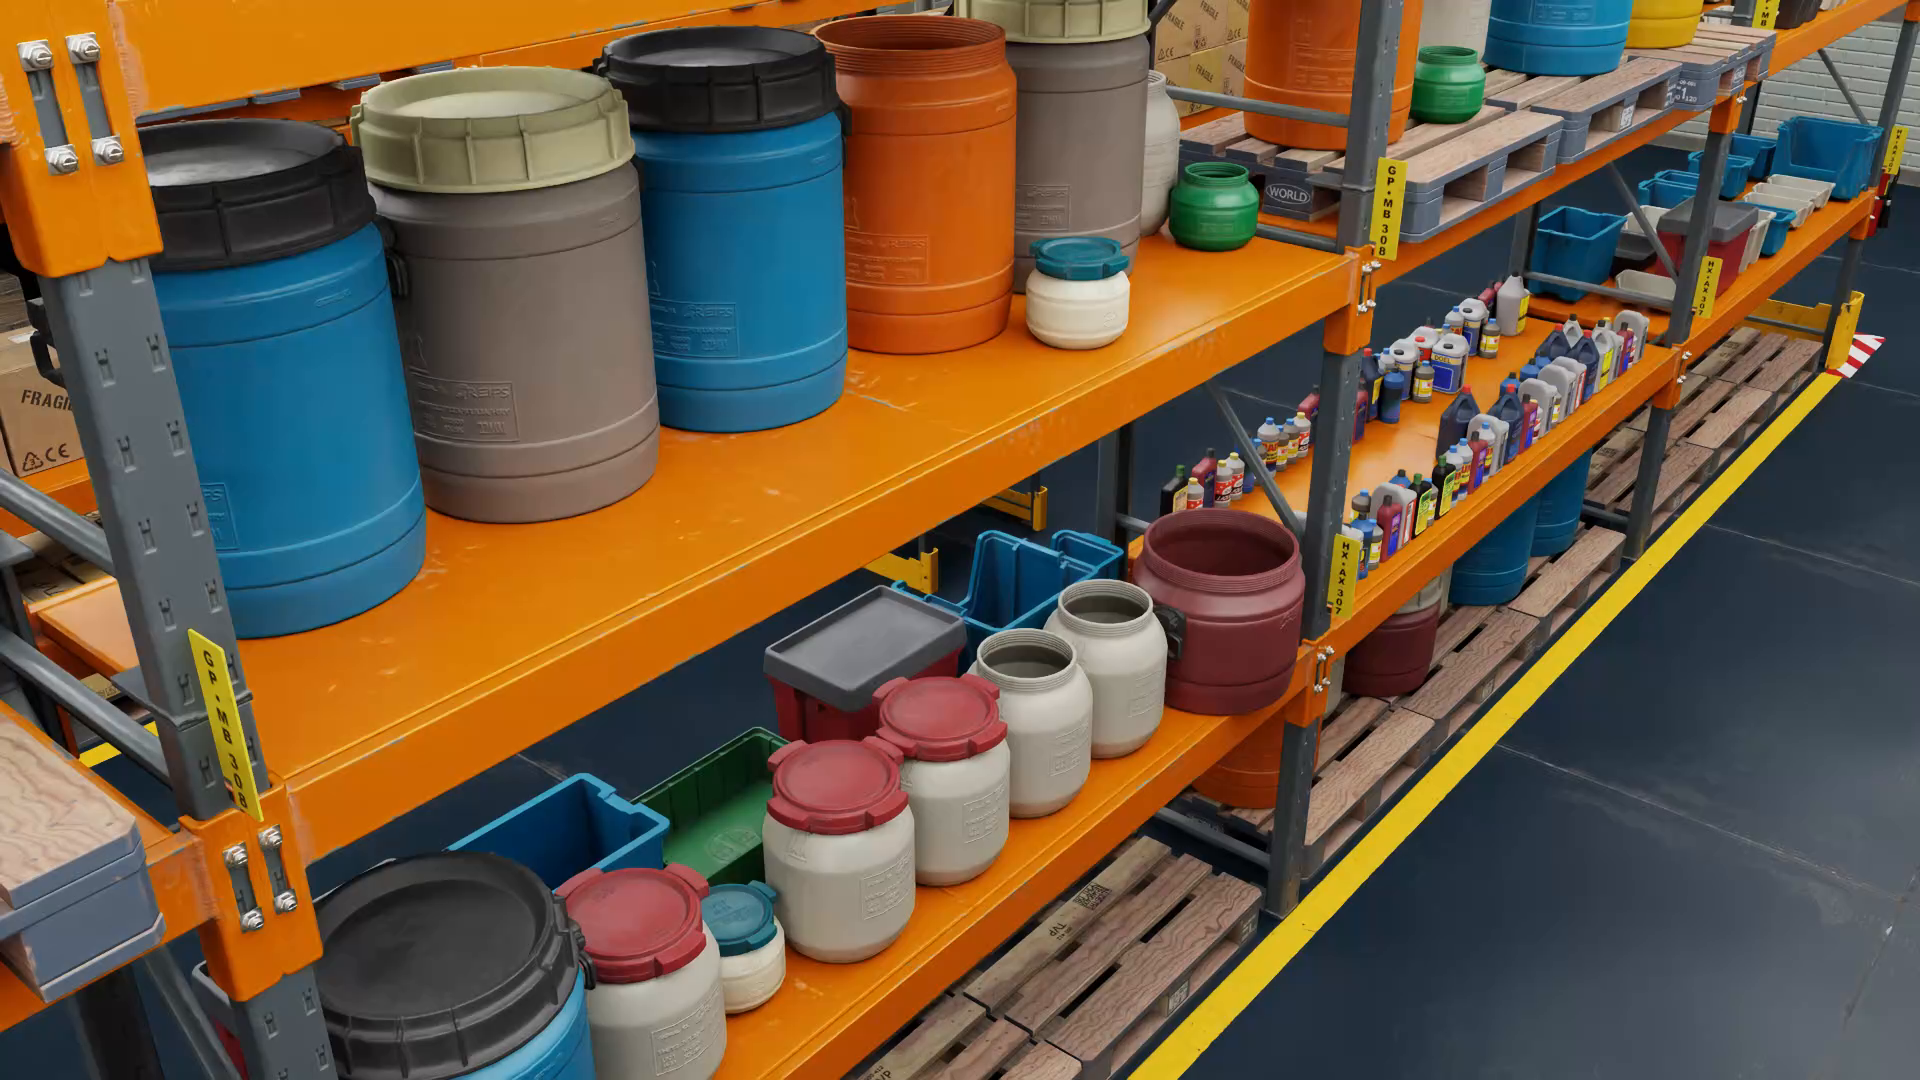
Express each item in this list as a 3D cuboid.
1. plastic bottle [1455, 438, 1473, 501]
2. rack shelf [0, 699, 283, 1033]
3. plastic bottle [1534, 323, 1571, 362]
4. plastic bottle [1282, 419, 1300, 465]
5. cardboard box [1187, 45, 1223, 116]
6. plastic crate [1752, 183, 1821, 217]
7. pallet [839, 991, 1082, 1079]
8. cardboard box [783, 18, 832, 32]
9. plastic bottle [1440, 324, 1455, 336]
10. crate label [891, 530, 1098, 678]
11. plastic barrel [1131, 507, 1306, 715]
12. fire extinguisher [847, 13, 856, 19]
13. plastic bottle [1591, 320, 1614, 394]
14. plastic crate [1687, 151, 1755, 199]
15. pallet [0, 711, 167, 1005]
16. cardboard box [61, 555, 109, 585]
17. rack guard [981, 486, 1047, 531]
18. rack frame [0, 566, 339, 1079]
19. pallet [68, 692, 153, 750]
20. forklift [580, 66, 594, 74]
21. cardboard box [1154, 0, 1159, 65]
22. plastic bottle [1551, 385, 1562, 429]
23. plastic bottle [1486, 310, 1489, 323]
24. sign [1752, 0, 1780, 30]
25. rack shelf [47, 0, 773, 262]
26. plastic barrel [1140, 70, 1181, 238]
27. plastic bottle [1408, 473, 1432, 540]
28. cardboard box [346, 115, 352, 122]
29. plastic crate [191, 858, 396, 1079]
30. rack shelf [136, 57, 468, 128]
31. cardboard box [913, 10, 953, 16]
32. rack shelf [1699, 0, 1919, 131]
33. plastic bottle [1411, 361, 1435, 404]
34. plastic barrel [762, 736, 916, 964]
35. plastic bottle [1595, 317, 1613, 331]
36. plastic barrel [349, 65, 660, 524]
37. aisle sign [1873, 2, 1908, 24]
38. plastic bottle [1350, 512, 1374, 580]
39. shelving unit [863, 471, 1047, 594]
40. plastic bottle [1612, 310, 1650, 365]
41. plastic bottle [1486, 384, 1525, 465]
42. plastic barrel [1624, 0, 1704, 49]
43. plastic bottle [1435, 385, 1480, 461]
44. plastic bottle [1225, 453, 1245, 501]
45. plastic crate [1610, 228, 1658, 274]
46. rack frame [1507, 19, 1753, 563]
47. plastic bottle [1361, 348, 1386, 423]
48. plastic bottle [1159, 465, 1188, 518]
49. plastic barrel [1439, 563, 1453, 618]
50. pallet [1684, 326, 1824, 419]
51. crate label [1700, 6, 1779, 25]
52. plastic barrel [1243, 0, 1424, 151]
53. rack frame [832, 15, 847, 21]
[{"bbox_3d":[2.171,-0.312,7.229,0.097,0.271,0.097,0,27,0],"label":"plastic bottle"},{"bbox_3d":[-2.853,1.165,1.752,1.077,0.370,4.000,21,34,34],"label":"rack shelf"},{"bbox_3d":[2.947,-0.901,8.281,0.144,0.351,0.185,21,34,34],"label":"plastic bottle"},{"bbox_3d":[1.497,-0.454,7.579,0.097,0.201,0.097,0,27,0],"label":"plastic bottle"},{"bbox_3d":[1.830,-3.856,13.831,0.500,0.500,0.500,21,34,35],"label":"cardboard box"},{"bbox_3d":[5.477,-2.255,11.066,0.396,0.136,0.243,21,34,34],"label":"plastic crate"},{"bbox_3d":[-0.336,1.983,5.687,1.003,0.211,1.213,21,34,34],"label":"pallet"},{"bbox_3d":[-1.909,-5.631,17.044,0.980,0.700,0.700,23,35,37],"label":"cardboard box"},{"bbox_3d":[2.530,-1.029,8.692,0.097,0.201,0.097,0,27,0],"label":"plastic bottle"},{"bbox_3d":[0.123,0.308,5.852,0.502,0.435,0.616,21,34,34],"label":"crate label"},{"bbox_3d":[0.902,0.243,5.868,0.600,0.536,0.708,21,34,34],"label":"plastic barrel"},{"bbox_3d":[-1.141,-5.400,17.414,0.296,0.674,0.183,21,34,34],"label":"fire extinguisher"},{"bbox_3d":[3.175,-0.924,8.326,0.144,0.351,0.185,21,34,34],"label":"plastic bottle"},{"bbox_3d":[5.222,-2.514,11.461,0.416,0.233,0.300,21,34,34],"label":"plastic crate"},{"bbox_3d":[-1.965,0.505,2.451,1.213,0.211,1.003,21,34,34],"label":"pallet"},{"bbox_3d":[-3.969,0.186,8.051,0.500,0.311,0.500,22,34,36],"label":"cardboard box"},{"bbox_3d":[0.268,-0.261,9.982,0.587,0.250,0.087,21,34,34],"label":"rack guard"},{"bbox_3d":[-1.581,1.469,3.647,1.000,3.000,0.127,21,34,34],"label":"rack frame"},{"bbox_3d":[-4.186,0.551,8.455,1.003,0.211,1.213,21,34,34],"label":"pallet"},{"bbox_3d":[-3.389,-3.324,12.985,3.031,2.935,1.130,13,30,23],"label":"forklift"},{"bbox_3d":[1.188,-3.939,12.902,0.500,0.500,0.500,22,35,36],"label":"cardboard box"},{"bbox_3d":[2.815,-0.640,7.939,0.097,0.201,0.097,0,27,0],"label":"plastic bottle"},{"bbox_3d":[2.801,-1.181,8.984,0.097,0.201,0.097,0,27,0],"label":"plastic bottle"},{"bbox_3d":[3.931,-2.543,8.126,0.100,0.325,0.005,21,34,34],"label":"sign"},{"bbox_3d":[-0.309,-1.408,3.896,1.077,0.370,4.000,21,34,34],"label":"rack shelf"},{"bbox_3d":[0.529,-1.311,5.633,0.421,0.512,0.421,0,27,0],"label":"plastic barrel"},{"bbox_3d":[1.903,-0.155,6.912,0.061,0.283,0.133,21,34,34],"label":"plastic bottle"},{"bbox_3d":[-4.976,-3.520,13.542,0.380,0.149,0.250,20,33,33],"label":"cardboard box"},{"bbox_3d":[-1.509,1.179,4.137,0.402,0.464,0.583,21,34,34],"label":"plastic crate"},{"bbox_3d":[-4.129,-1.702,7.294,1.077,0.370,4.000,21,34,34],"label":"rack shelf"},{"bbox_3d":[-0.190,-3.560,12.170,0.500,0.500,0.500,21,34,35],"label":"cardboard box"},{"bbox_3d":[4.780,-3.090,9.976,1.077,0.370,4.000,21,34,34],"label":"rack shelf"},{"bbox_3d":[2.291,-0.786,8.222,0.097,0.201,0.097,0,27,0],"label":"plastic bottle"},{"bbox_3d":[-0.337,0.873,4.650,0.433,0.535,0.433,0,27,0],"label":"plastic barrel"},{"bbox_3d":[3.398,-1.075,8.780,0.097,0.201,0.097,0,27,0],"label":"plastic bottle"},{"bbox_3d":[-1.009,-0.562,3.762,0.600,0.901,0.600,0,27,0],"label":"plastic barrel"},{"bbox_3d":[6.324,-3.881,11.157,0.394,0.787,0.004,21,34,34],"label":"aisle sign"},{"bbox_3d":[1.583,0.016,6.595,0.097,0.271,0.097,0,27,0],"label":"plastic bottle"},{"bbox_3d":[-0.048,-0.639,9.353,0.587,1.500,1.083,21,34,34],"label":"shelving unit"},{"bbox_3d":[3.506,-1.078,8.705,0.152,0.276,0.135,21,34,34],"label":"plastic bottle"},{"bbox_3d":[2.475,-0.534,7.571,0.144,0.351,0.185,21,34,34],"label":"plastic bottle"},{"bbox_3d":[3.084,-2.587,7.560,0.600,0.588,0.600,0,27,0],"label":"plastic barrel"},{"bbox_3d":[2.272,-0.531,7.565,0.144,0.351,0.185,21,34,34],"label":"plastic bottle"},{"bbox_3d":[1.188,-0.281,7.245,0.097,0.201,0.097,0,27,0],"label":"plastic bottle"},{"bbox_3d":[4.012,-1.748,10.098,0.437,0.125,0.590,21,34,34],"label":"plastic crate"},{"bbox_3d":[3.508,-1.368,9.129,1.000,3.000,0.127,21,34,34],"label":"rack frame"},{"bbox_3d":[1.954,-0.758,8.005,0.144,0.351,0.185,21,34,34],"label":"plastic bottle"},{"bbox_3d":[0.891,-0.166,6.933,0.061,0.283,0.133,21,34,34],"label":"plastic bottle"},{"bbox_3d":[2.270,0.164,8.419,0.421,0.512,0.421,0,27,0],"label":"plastic barrel"},{"bbox_3d":[5.497,-1.266,11.968,1.003,0.211,1.213,21,34,34],"label":"pallet"},{"bbox_3d":[4.042,-2.672,8.673,0.293,0.136,0.466,21,34,34],"label":"crate label"},{"bbox_3d":[1.327,-1.860,5.891,0.600,0.830,0.708,21,34,34],"label":"plastic barrel"},{"bbox_3d":[-1.593,-5.681,17.468,1.000,3.000,0.127,21,34,34],"label":"rack frame"}]
